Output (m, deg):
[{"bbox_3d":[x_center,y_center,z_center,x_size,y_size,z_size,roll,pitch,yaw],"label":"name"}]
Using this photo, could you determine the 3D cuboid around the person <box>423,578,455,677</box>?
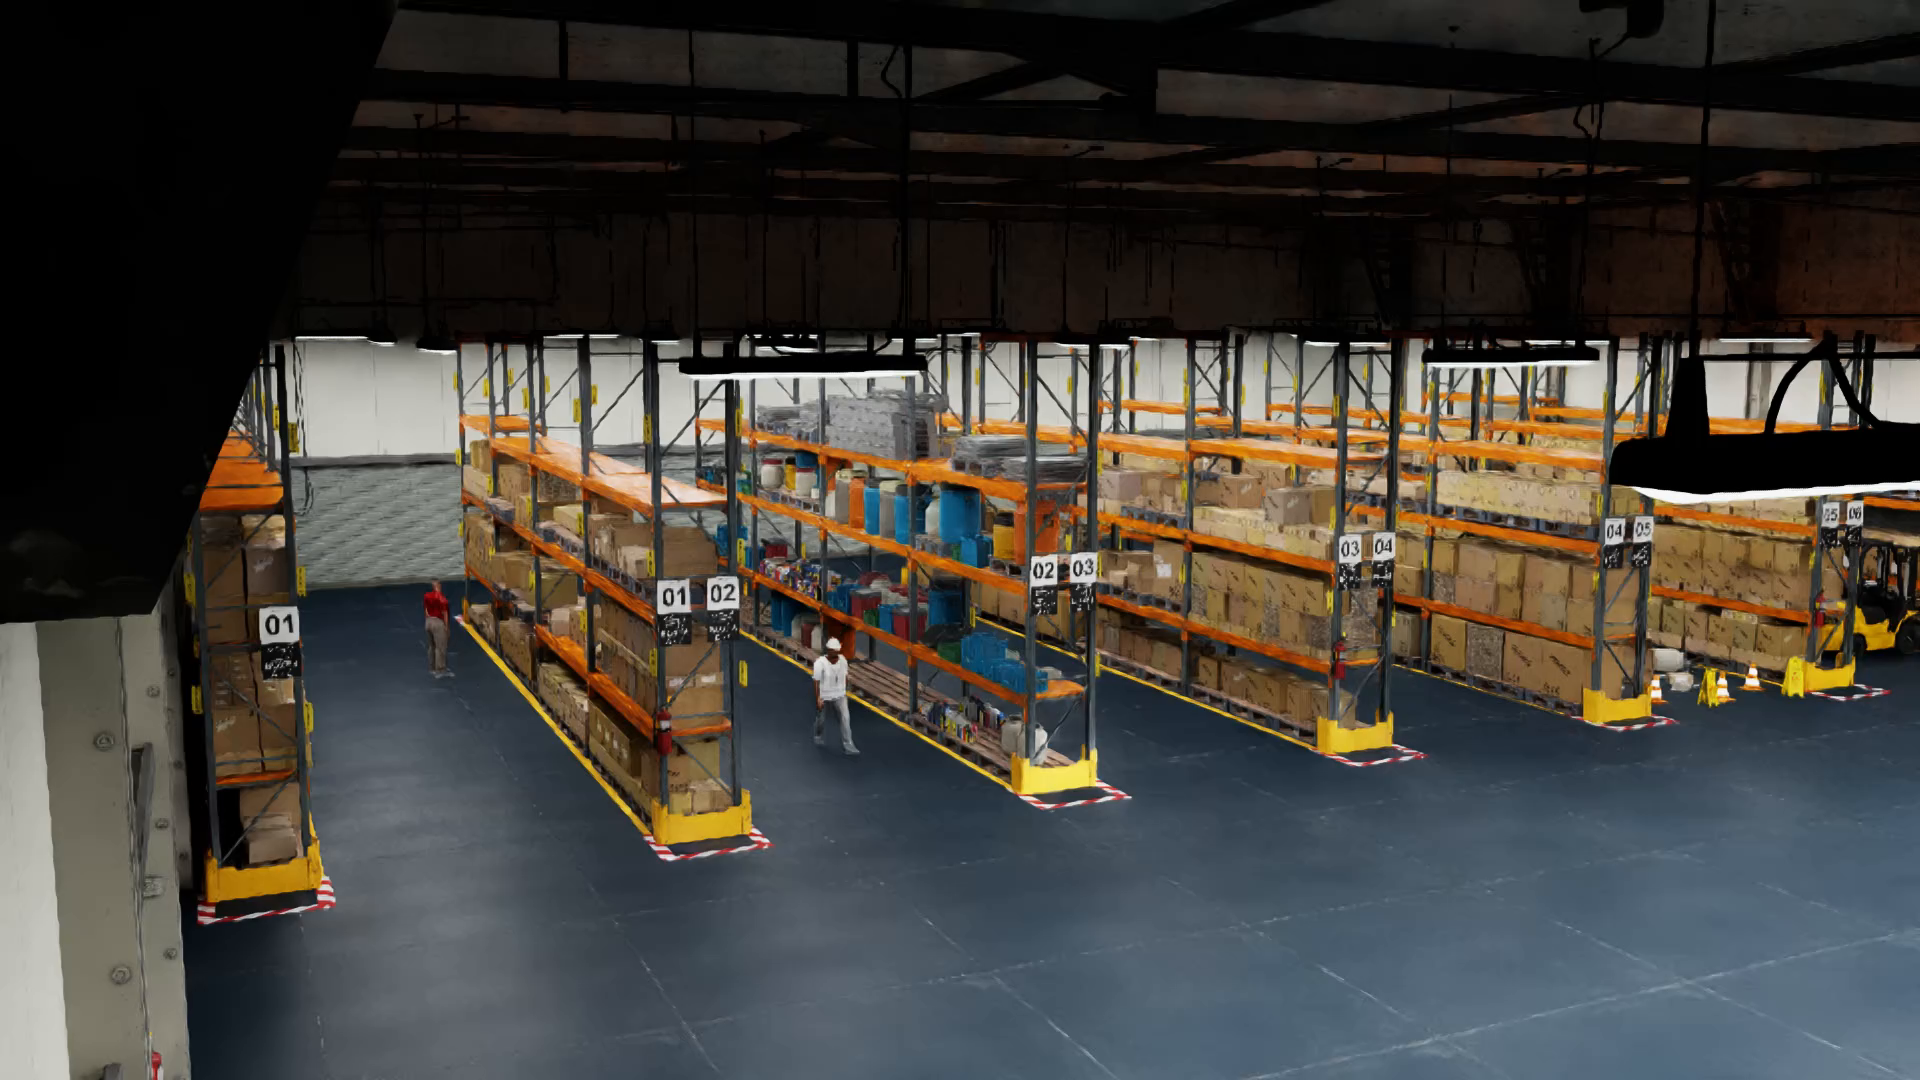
[{"bbox_3d":[-9.158,1.524,29.269,0.595,1.737,0.450,5,9,34],"label":"person"}]

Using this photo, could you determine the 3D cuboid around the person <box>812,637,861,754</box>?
[{"bbox_3d":[-1.850,2.240,24.101,0.582,1.683,1.113,-4,9,-26],"label":"person"}]

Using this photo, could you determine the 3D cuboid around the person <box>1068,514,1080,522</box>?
[{"bbox_3d":[2.928,-0.119,42.120,0.461,1.567,0.548,6,9,36],"label":"person"}]
